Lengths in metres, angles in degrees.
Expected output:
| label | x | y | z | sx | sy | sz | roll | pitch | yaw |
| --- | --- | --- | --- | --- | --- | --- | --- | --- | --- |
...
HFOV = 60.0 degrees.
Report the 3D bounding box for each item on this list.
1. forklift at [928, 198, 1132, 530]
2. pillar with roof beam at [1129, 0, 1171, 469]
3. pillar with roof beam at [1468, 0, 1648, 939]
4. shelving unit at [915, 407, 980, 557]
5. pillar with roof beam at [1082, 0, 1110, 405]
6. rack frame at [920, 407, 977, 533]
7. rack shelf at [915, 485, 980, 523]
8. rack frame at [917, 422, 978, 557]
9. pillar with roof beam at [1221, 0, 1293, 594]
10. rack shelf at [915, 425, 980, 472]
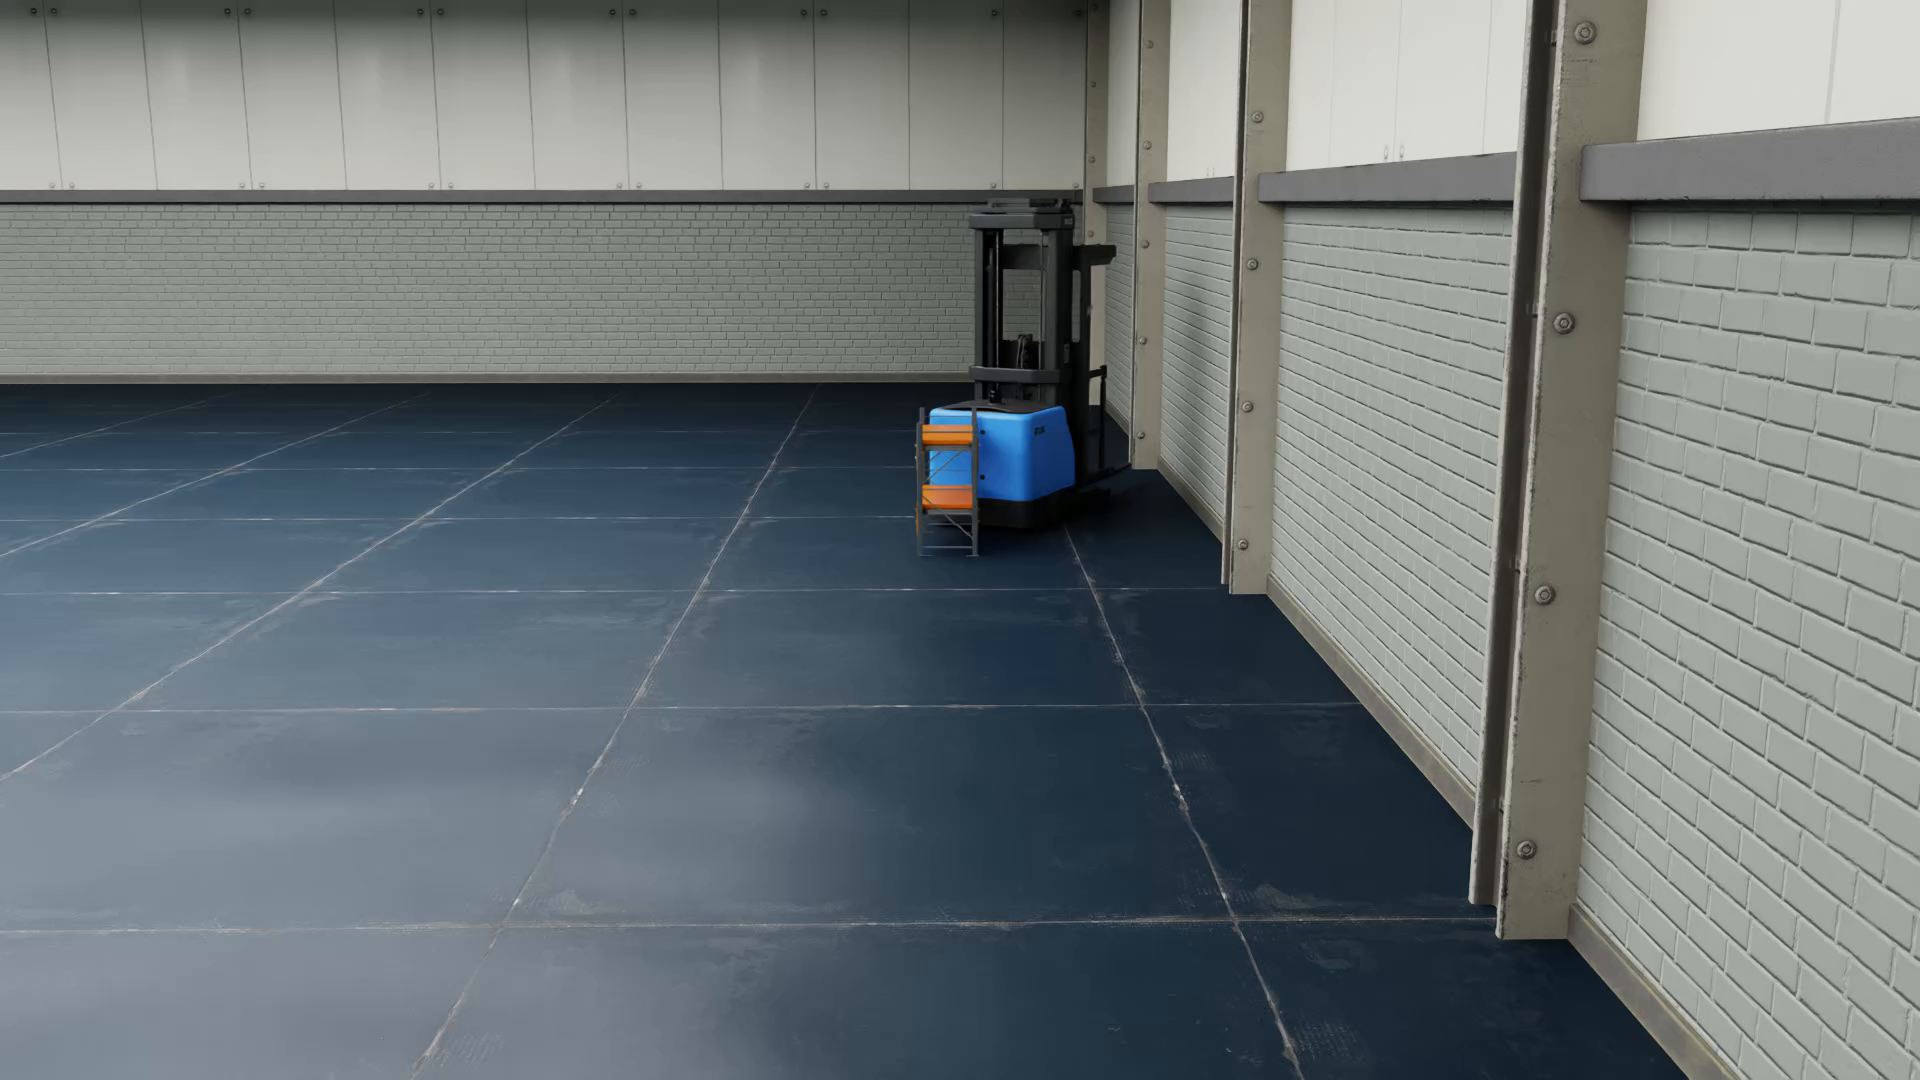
| label | x | y | z | sx | sy | sz | roll | pitch | yaw |
| --- | --- | --- | --- | --- | --- | --- | --- | --- | --- |
| forklift | 0.820 | -1.778 | 15.954 | 1.130 | 2.935 | 3.031 | 6 | 13 | 26 |
| pillar with roof beam | -2.238 | -5.217 | 17.641 | 9.100 | 9.000 | 0.400 | 0 | 11 | -1 |
| pillar with roof beam | -1.990 | -2.831 | 5.883 | 9.100 | 9.000 | 0.400 | 0 | 11 | -1 |
| shelving unit | -0.104 | -0.514 | 14.264 | 0.538 | 1.125 | 1.048 | 0 | 11 | 0 |
| pillar with roof beam | -2.362 | -6.410 | 23.520 | 9.100 | 9.000 | 0.400 | 0 | 11 | -1 |
| rack frame | -0.104 | -0.615 | 14.762 | 0.500 | 1.125 | 0.032 | 0 | 11 | 0 |
| rack shelf | -0.104 | -0.274 | 14.312 | 0.538 | 0.278 | 1.000 | 0 | 11 | 0 |
| rack frame | -0.104 | -0.413 | 13.766 | 0.500 | 1.125 | 0.032 | 0 | 11 | 0 |
| pillar with roof beam | -2.114 | -4.024 | 11.762 | 9.100 | 9.000 | 0.400 | 0 | 11 | -1 |
| rack shelf | -0.104 | -0.801 | 14.206 | 0.538 | 0.278 | 1.000 | 0 | 11 | 0 |
